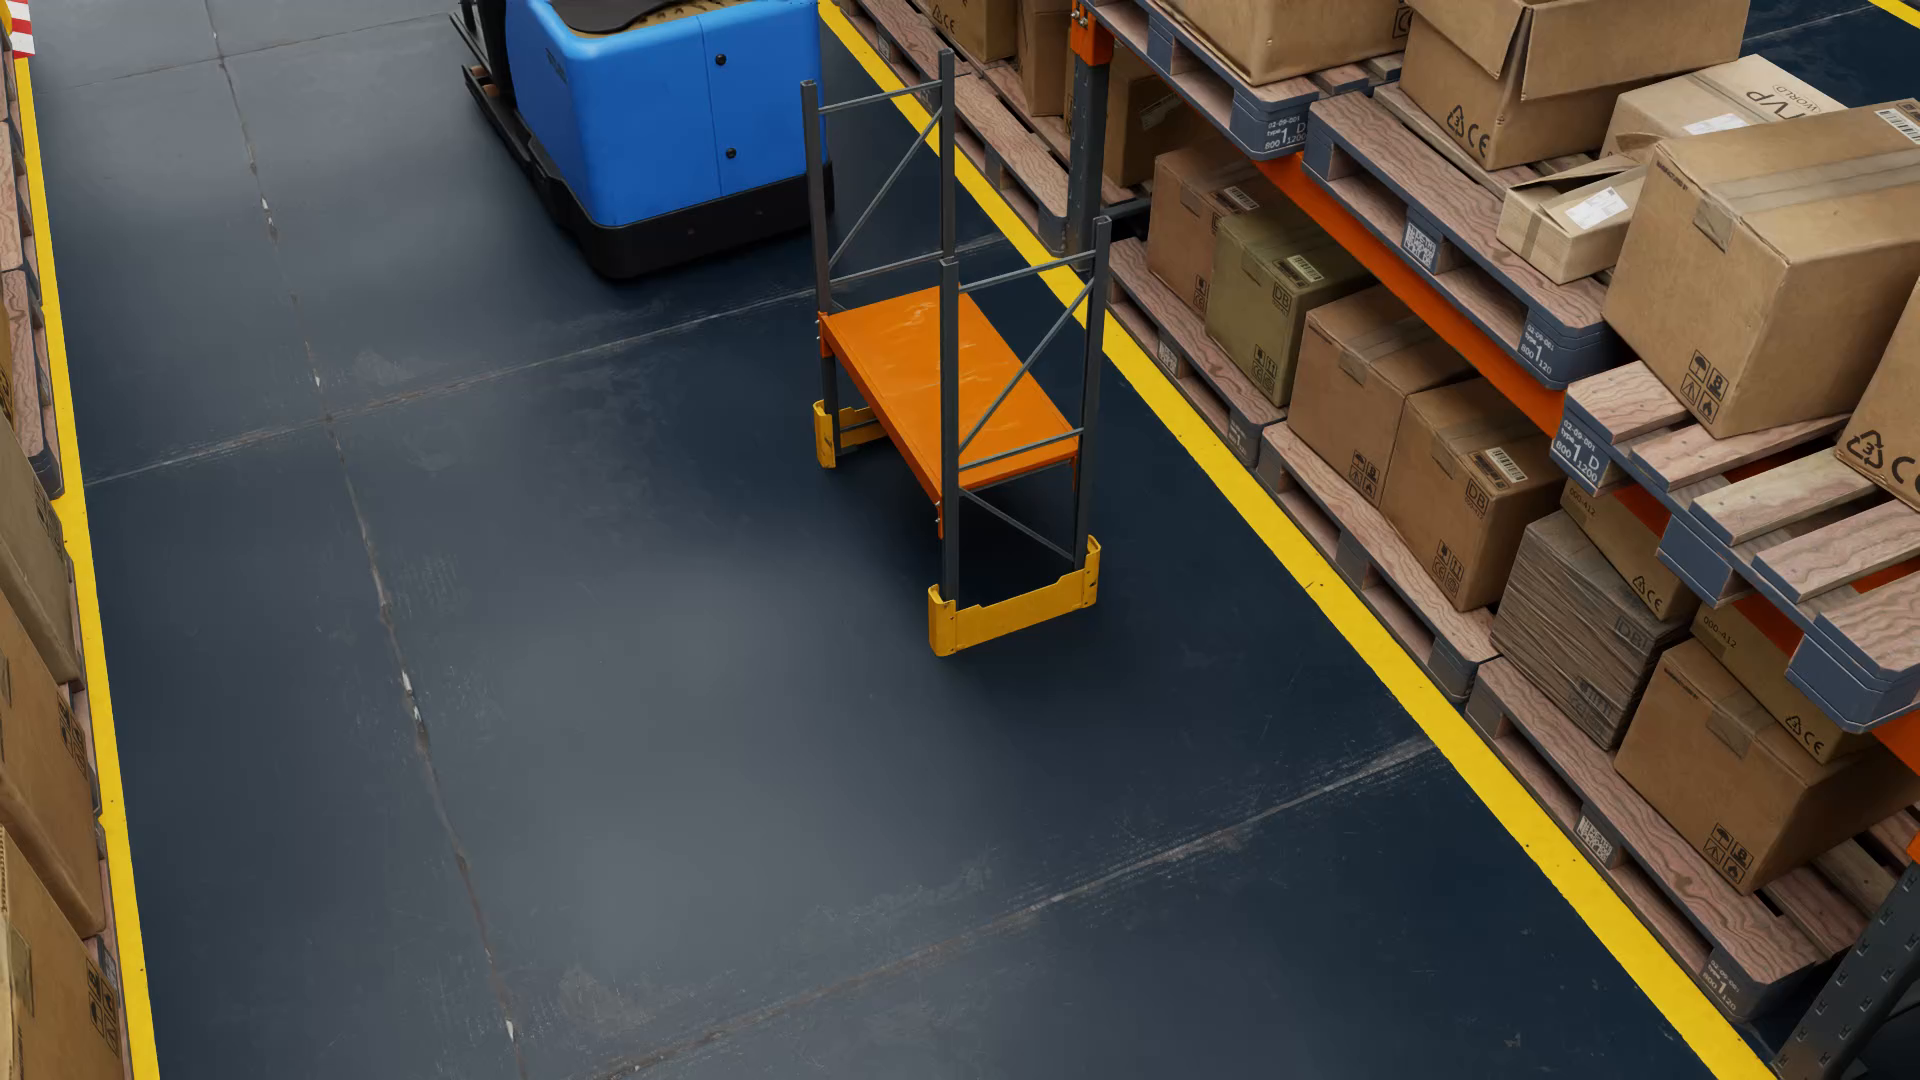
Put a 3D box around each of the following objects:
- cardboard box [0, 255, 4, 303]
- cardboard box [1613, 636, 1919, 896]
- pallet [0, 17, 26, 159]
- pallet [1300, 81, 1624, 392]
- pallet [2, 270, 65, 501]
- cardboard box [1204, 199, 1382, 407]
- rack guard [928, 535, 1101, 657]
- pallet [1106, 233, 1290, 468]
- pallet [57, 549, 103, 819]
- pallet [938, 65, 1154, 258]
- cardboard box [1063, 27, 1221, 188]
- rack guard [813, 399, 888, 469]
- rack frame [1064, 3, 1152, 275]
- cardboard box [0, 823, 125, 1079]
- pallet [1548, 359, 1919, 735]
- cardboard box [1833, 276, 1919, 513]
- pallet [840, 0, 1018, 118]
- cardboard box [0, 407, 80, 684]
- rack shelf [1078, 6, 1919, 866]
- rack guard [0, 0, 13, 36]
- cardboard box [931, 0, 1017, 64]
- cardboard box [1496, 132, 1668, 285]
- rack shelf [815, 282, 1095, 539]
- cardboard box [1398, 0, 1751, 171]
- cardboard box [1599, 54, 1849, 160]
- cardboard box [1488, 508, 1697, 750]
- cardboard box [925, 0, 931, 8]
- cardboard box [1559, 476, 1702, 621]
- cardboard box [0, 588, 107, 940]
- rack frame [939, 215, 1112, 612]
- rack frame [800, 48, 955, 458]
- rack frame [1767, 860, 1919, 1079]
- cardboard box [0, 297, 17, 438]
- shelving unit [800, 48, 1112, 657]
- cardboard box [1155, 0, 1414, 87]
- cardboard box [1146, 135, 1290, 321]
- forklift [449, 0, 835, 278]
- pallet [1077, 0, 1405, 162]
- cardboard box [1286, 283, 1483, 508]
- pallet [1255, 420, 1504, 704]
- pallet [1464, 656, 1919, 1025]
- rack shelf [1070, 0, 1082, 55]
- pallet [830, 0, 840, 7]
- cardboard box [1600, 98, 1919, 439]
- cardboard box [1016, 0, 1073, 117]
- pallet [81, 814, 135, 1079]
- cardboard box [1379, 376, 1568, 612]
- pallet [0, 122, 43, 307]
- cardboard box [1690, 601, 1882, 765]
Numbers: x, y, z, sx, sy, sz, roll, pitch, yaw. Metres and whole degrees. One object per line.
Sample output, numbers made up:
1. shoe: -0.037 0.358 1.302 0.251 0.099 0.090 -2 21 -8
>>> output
1. cardboard box: -4.214 -1.335 6.181 0.875 0.875 0.875 -18 47 -17
2. cardboard box: 2.294 0.513 4.561 0.700 0.500 0.500 -20 48 -19
3. pallet: -4.905 -2.017 7.644 1.003 0.211 1.213 -18 47 -17
4. pallet: 1.724 -0.980 4.744 1.003 0.211 1.213 -18 47 -17
5. pallet: -3.880 -0.462 6.068 1.003 0.211 1.213 -18 47 -17
6. cardboard box: 1.334 -0.907 6.001 0.700 0.500 0.500 -18 47 -18
7. rack guard: 0.177 0.180 5.390 0.587 0.250 0.087 -18 47 -17
8. pallet: 1.241 -0.859 6.471 1.003 0.211 1.213 -18 47 -17
9. pallet: -3.238 0.515 5.078 1.003 0.211 1.213 -18 47 -17
10. pallet: 0.597 -1.773 7.396 1.003 0.211 1.213 -18 47 -17
11. cardboard box: 0.780 -1.874 6.995 0.500 0.500 0.500 -19 48 -19
12. rack guard: -0.241 -0.455 6.033 0.587 0.250 0.087 -18 47 -17
13. rack frame: 0.912 -2.348 5.994 1.000 3.000 0.127 -18 47 -17
14. cardboard box: -2.494 1.282 3.618 1.050 0.750 0.750 -17 47 -17
15. pallet: 2.198 -0.153 3.906 1.213 0.211 1.003 -18 47 -17
16. cardboard box: 2.330 -0.316 3.565 0.500 0.500 0.500 -24 49 -22
17. pallet: 0.081 -2.551 8.185 1.003 0.211 1.213 -18 47 -17
18. cardboard box: -3.288 0.073 4.843 1.050 0.750 0.750 -18 47 -18
19. rack shelf: 1.753 -0.817 4.955 1.077 0.370 4.000 -18 47 -17
20. rack guard: -5.323 -2.622 8.051 1.175 0.500 0.348 -18 47 -17
21. cardboard box: 0.200 -2.609 7.740 0.500 0.500 0.500 -22 49 -21
22. cardboard box: 1.648 -0.883 4.306 0.396 0.266 0.258 -19 48 -19
23. rack shelf: -0.036 -0.460 5.405 0.538 0.185 1.000 -18 47 -17
24. cardboard box: 1.725 -1.457 4.718 0.797 0.503 0.637 -14 46 -13
25. cardboard box: 2.098 -1.031 4.467 0.500 0.250 0.500 -19 48 -19
26. cardboard box: 2.049 0.164 4.915 0.700 0.500 0.500 -22 49 -21
27. cardboard box: 0.006 -2.978 8.113 0.500 0.500 0.500 -14 46 -14
28. cardboard box: 2.053 -0.086 4.634 0.500 0.250 0.500 -13 46 -13
29. cardboard box: -2.886 0.689 4.219 1.050 0.750 0.750 -18 47 -17
30. rack frame: 0.178 -0.264 4.950 0.500 1.500 0.032 -18 47 -17
31. rack frame: -0.250 -0.912 5.607 0.500 1.500 0.032 -18 47 -17
32. rack frame: 2.594 0.201 3.410 1.000 3.000 0.127 -18 47 -17
33. cardboard box: -3.832 -0.762 5.600 0.875 0.875 0.875 -17 47 -17
34. shelving unit: -0.032 -0.582 5.272 0.587 1.500 1.083 -18 47 -17
35. cardboard box: 1.119 -2.163 5.081 1.000 1.000 1.000 -18 47 -17
36. cardboard box: 1.151 -1.217 6.314 0.700 0.500 0.500 -22 49 -20
37. forklift: -1.676 -3.132 6.837 1.130 2.935 3.031 -21 48 -20
38. pallet: 1.101 -1.750 5.524 1.003 0.211 1.213 -18 47 -17
39. cardboard box: 1.570 -0.551 5.639 0.700 0.500 0.500 -22 49 -21
40. pallet: 1.758 -0.081 5.682 1.003 0.211 1.213 -18 47 -17
41. pallet: 2.267 0.695 4.895 1.003 0.211 1.213 -18 47 -17
42. rack shelf: 0.071 -3.366 7.538 1.077 0.370 4.000 -18 47 -17
43. pallet: -0.428 -3.328 8.972 1.003 0.211 1.213 -18 47 -17
44. cardboard box: 2.005 -0.642 3.895 0.700 0.500 0.500 -12 46 -12
45. cardboard box: 0.532 -2.237 7.362 0.500 0.500 0.500 -5 45 -5
46. pallet: -2.721 1.293 4.289 1.003 0.211 1.213 -18 47 -17
47. cardboard box: 1.804 -0.196 5.279 0.700 0.500 0.500 -14 46 -14
48. pallet: -4.396 -1.241 6.858 1.003 0.211 1.213 -18 47 -17
49. cardboard box: 2.285 0.249 4.294 0.500 0.250 0.500 -16 47 -16
